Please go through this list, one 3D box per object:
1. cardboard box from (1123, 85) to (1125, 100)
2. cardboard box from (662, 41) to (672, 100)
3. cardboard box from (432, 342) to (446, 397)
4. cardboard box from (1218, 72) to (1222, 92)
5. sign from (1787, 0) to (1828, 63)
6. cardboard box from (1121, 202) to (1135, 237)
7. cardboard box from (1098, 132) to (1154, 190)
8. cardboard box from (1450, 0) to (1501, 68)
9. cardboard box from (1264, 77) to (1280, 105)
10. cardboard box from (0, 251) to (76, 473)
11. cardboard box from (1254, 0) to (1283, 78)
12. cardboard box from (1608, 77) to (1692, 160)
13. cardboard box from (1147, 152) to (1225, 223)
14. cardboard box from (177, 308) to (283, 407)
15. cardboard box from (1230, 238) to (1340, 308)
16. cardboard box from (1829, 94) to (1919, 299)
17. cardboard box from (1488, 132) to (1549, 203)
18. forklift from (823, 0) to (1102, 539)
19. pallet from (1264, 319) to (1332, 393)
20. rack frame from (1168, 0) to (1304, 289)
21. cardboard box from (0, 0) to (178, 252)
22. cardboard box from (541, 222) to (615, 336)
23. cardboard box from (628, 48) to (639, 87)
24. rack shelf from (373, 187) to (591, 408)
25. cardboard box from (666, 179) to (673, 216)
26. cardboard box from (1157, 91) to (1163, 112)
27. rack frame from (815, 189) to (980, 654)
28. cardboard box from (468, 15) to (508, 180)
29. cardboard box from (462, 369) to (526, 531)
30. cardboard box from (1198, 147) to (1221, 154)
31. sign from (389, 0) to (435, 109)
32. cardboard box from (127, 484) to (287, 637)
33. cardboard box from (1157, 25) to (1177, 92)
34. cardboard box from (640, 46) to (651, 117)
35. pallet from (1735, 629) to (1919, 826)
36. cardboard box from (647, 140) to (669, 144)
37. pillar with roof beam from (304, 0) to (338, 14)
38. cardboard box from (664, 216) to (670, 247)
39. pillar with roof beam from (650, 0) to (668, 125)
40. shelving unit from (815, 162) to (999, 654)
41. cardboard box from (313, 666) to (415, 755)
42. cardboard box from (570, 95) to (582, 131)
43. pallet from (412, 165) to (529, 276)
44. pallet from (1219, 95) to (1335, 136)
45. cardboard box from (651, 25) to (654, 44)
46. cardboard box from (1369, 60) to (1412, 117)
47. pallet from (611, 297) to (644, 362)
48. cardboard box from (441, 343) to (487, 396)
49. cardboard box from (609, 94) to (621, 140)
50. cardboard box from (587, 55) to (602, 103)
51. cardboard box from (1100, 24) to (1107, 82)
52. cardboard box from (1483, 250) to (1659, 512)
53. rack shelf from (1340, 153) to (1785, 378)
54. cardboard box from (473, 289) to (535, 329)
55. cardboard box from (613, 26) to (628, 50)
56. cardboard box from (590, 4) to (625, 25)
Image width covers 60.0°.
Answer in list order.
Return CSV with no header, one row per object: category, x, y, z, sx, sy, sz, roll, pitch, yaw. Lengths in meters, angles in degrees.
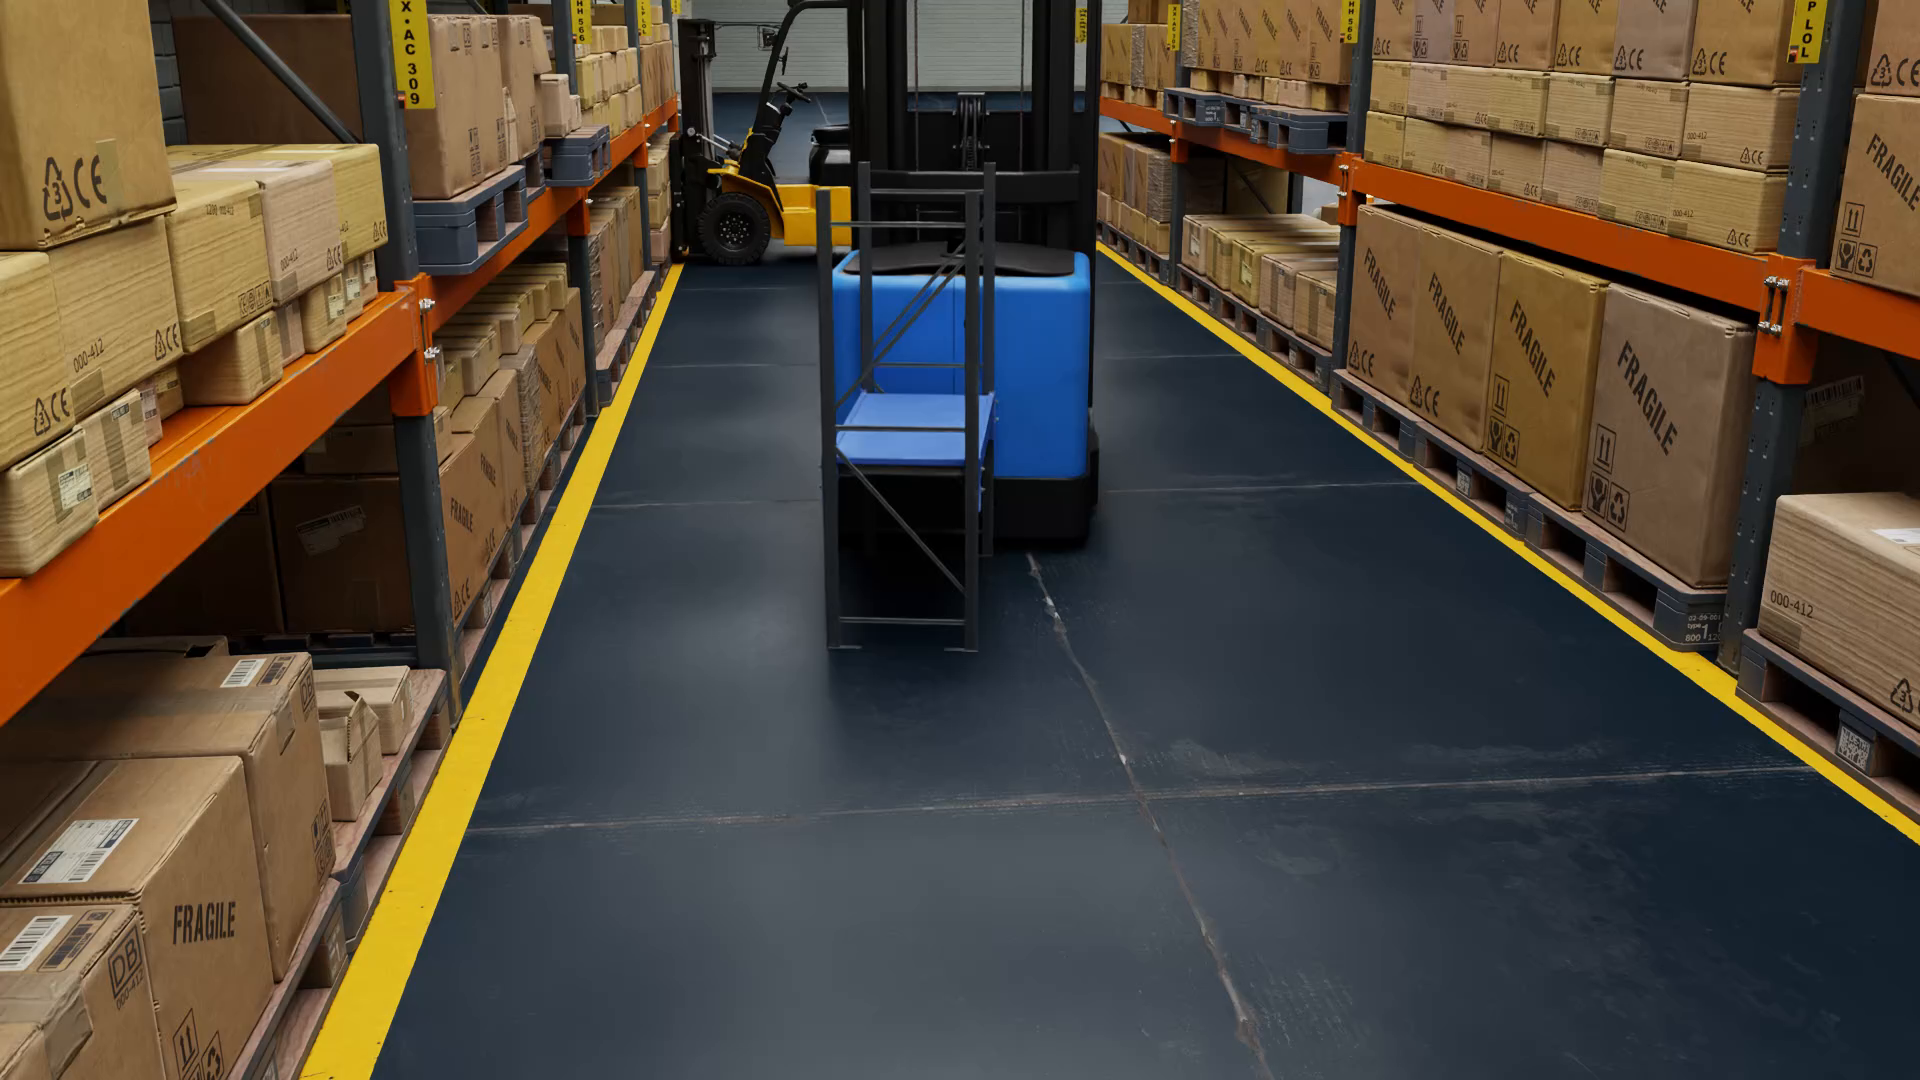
cardboard box,1.658,-3.986,14.784,0.380,0.149,0.250,-1,17,-4
cardboard box,-2.866,-4.199,14.878,0.500,0.500,0.500,-1,17,-4
cardboard box,-1.831,-0.520,5.218,0.380,0.149,0.250,-3,18,-8
cardboard box,1.992,-3.157,11.444,0.380,0.149,0.250,-1,17,-2
sign,2.413,-1.519,4.708,0.100,0.325,0.005,-2,18,-6
cardboard box,1.686,-2.774,14.395,0.500,0.250,0.500,-2,17,-5
cardboard box,1.526,-3.590,15.741,0.500,0.500,0.500,-2,18,-7
cardboard box,2.446,-2.284,7.109,0.500,0.500,0.500,-1,17,-4
cardboard box,2.041,-2.695,9.972,0.380,0.149,0.250,-1,17,-5
cardboard box,-1.459,-0.193,2.038,0.500,0.250,0.500,-2,18,-7
cardboard box,2.099,-3.037,9.978,0.500,0.500,0.500,-3,18,-9
cardboard box,2.606,-1.464,5.747,0.500,0.250,0.500,-1,17,-4
cardboard box,1.799,-2.822,13.295,0.500,0.500,0.500,-2,18,-6
cardboard box,-1.547,-0.355,3.219,0.380,0.149,0.250,-2,18,-6
cardboard box,2.335,-1.777,11.015,0.950,0.372,0.625,-1,17,-4
cardboard box,2.740,-0.924,4.446,0.500,0.500,0.500,-1,17,-4
cardboard box,2.513,-1.535,6.809,0.500,0.250,0.500,-2,18,-6
forklift,0.079,-1.796,7.504,1.130,2.935,3.031,1,17,4
pallet,2.461,-1.118,9.887,1.003,0.211,1.213,-2,18,-6
rack frame,2.127,-3.408,12.524,1.000,3.000,0.127,-2,18,-6
cardboard box,-1.506,-0.697,2.390,0.500,0.500,0.500,-1,17,-4
cardboard box,-2.523,-1.510,9.741,0.875,0.625,0.625,-1,17,-4
cardboard box,-2.505,-3.282,11.539,0.500,0.250,0.500,-2,18,-7
rack shelf,-2.191,-1.122,6.446,1.077,0.370,4.000,-2,18,-6
cardboard box,-2.647,-2.834,13.751,0.500,0.250,0.500,-2,18,-6
cardboard box,1.758,-3.448,13.072,0.380,0.149,0.250,-1,17,-4
rack frame,-0.190,-0.349,5.286,0.500,1.500,0.032,1,17,4
cardboard box,-1.865,-1.423,5.334,0.700,0.500,0.500,-2,17,-5
cardboard box,-1.923,-0.336,6.211,0.500,0.500,0.500,-2,18,-7
cardboard box,2.268,-2.997,13.854,0.500,0.500,0.500,-1,17,-3
sign,-1.446,-1.302,4.371,0.100,0.325,0.005,-2,18,-6
cardboard box,-2.329,-0.015,5.188,0.500,0.500,0.500,-2,18,-6
cardboard box,1.834,-3.722,12.862,0.500,0.500,0.500,-2,18,-7
cardboard box,-2.596,-3.441,12.464,0.500,0.500,0.500,-2,18,-7
pallet,2.953,0.535,4.620,1.003,0.211,1.213,-2,18,-6
cardboard box,-2.744,-3.381,14.659,0.500,0.250,0.500,-2,17,-5
pillar with roof beam,0.854,-5.417,8.909,9.100,9.000,0.400,-2,18,-6
cardboard box,-2.598,-2.447,13.353,0.500,0.250,0.500,-2,18,-7
pillar with roof beam,-1.621,-12.568,31.685,9.100,9.000,0.400,-2,18,-6
shelving unit,-0.156,-0.501,5.769,0.538,1.500,1.048,1,17,4
cardboard box,-1.635,0.447,4.304,0.380,0.149,0.250,-2,18,-7
cardboard box,-1.948,-1.958,7.625,0.380,0.149,0.250,-1,17,-5
pallet,-1.958,-1.020,5.238,1.003,0.211,1.213,-2,18,-6
pallet,2.295,-2.713,10.631,1.003,0.211,1.213,-2,18,-6
cardboard box,-2.641,-4.021,13.229,0.380,0.149,0.250,-2,18,-6
cardboard box,2.346,-2.224,8.170,0.500,0.250,0.500,-2,18,-6
pallet,-2.566,-1.340,10.594,1.003,0.211,1.213,-2,18,-6
cardboard box,-1.931,-0.615,6.018,0.380,0.149,0.250,-2,18,-6
cardboard box,-2.359,-2.588,10.162,0.500,0.250,0.500,-1,17,-4
cardboard box,-2.250,-2.517,9.104,0.500,0.250,0.500,-1,17,-4
cardboard box,1.544,-4.485,15.292,0.500,0.500,0.500,-1,17,-4
cardboard box,2.708,-0.662,6.624,0.875,0.875,0.875,-1,17,-4
rack shelf,2.746,-1.277,6.938,1.077,0.370,4.000,-2,18,-6
cardboard box,-2.070,-0.999,7.241,0.380,0.149,0.250,-1,17,-4
cardboard box,-2.377,-3.290,10.900,0.380,0.149,0.250,-2,18,-7
cardboard box,-2.548,-3.857,12.207,0.380,0.149,0.250,-1,17,-5
